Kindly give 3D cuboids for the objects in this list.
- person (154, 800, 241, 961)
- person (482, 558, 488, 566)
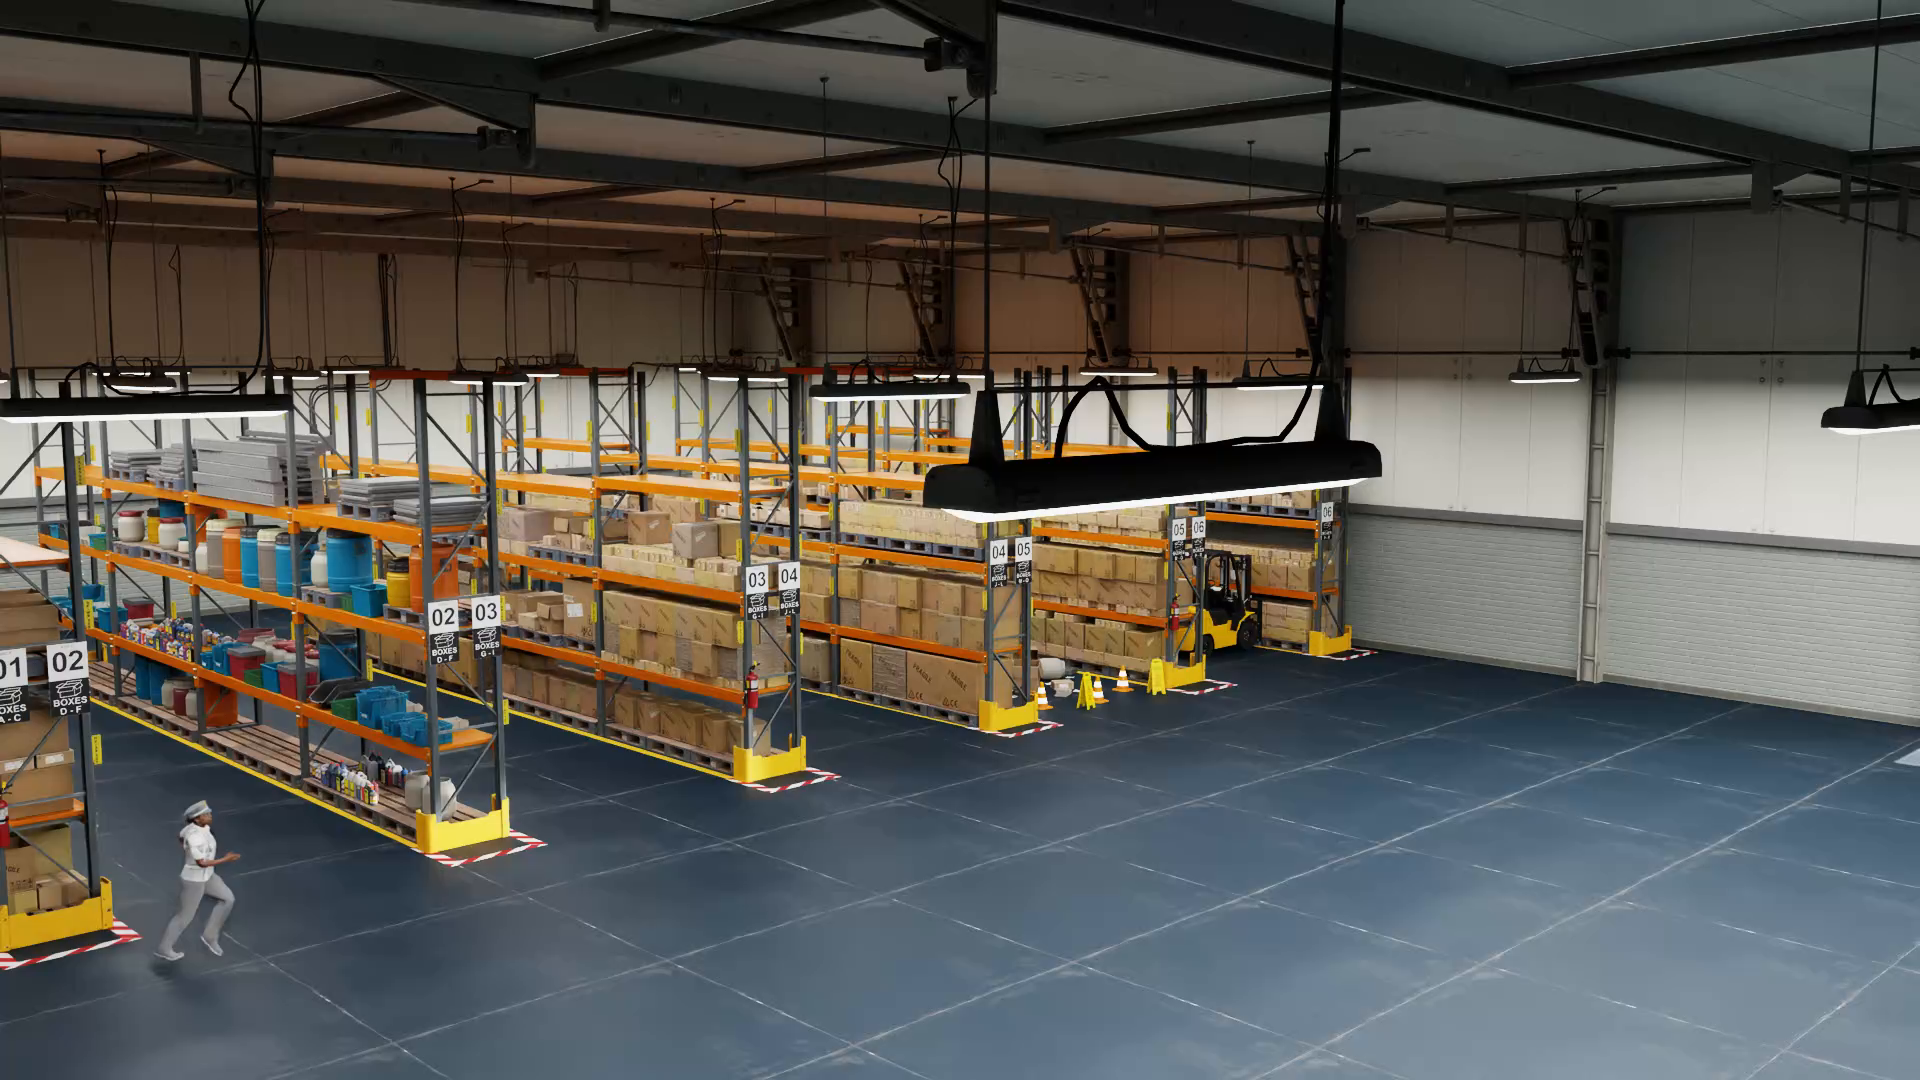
[{"bbox_3d":[-7.949,3.538,17.351,0.863,1.704,0.586,-1,7,-12],"label":"person"},{"bbox_3d":[-11.421,1.034,39.915,0.577,1.619,0.581,2,7,15],"label":"person"}]
